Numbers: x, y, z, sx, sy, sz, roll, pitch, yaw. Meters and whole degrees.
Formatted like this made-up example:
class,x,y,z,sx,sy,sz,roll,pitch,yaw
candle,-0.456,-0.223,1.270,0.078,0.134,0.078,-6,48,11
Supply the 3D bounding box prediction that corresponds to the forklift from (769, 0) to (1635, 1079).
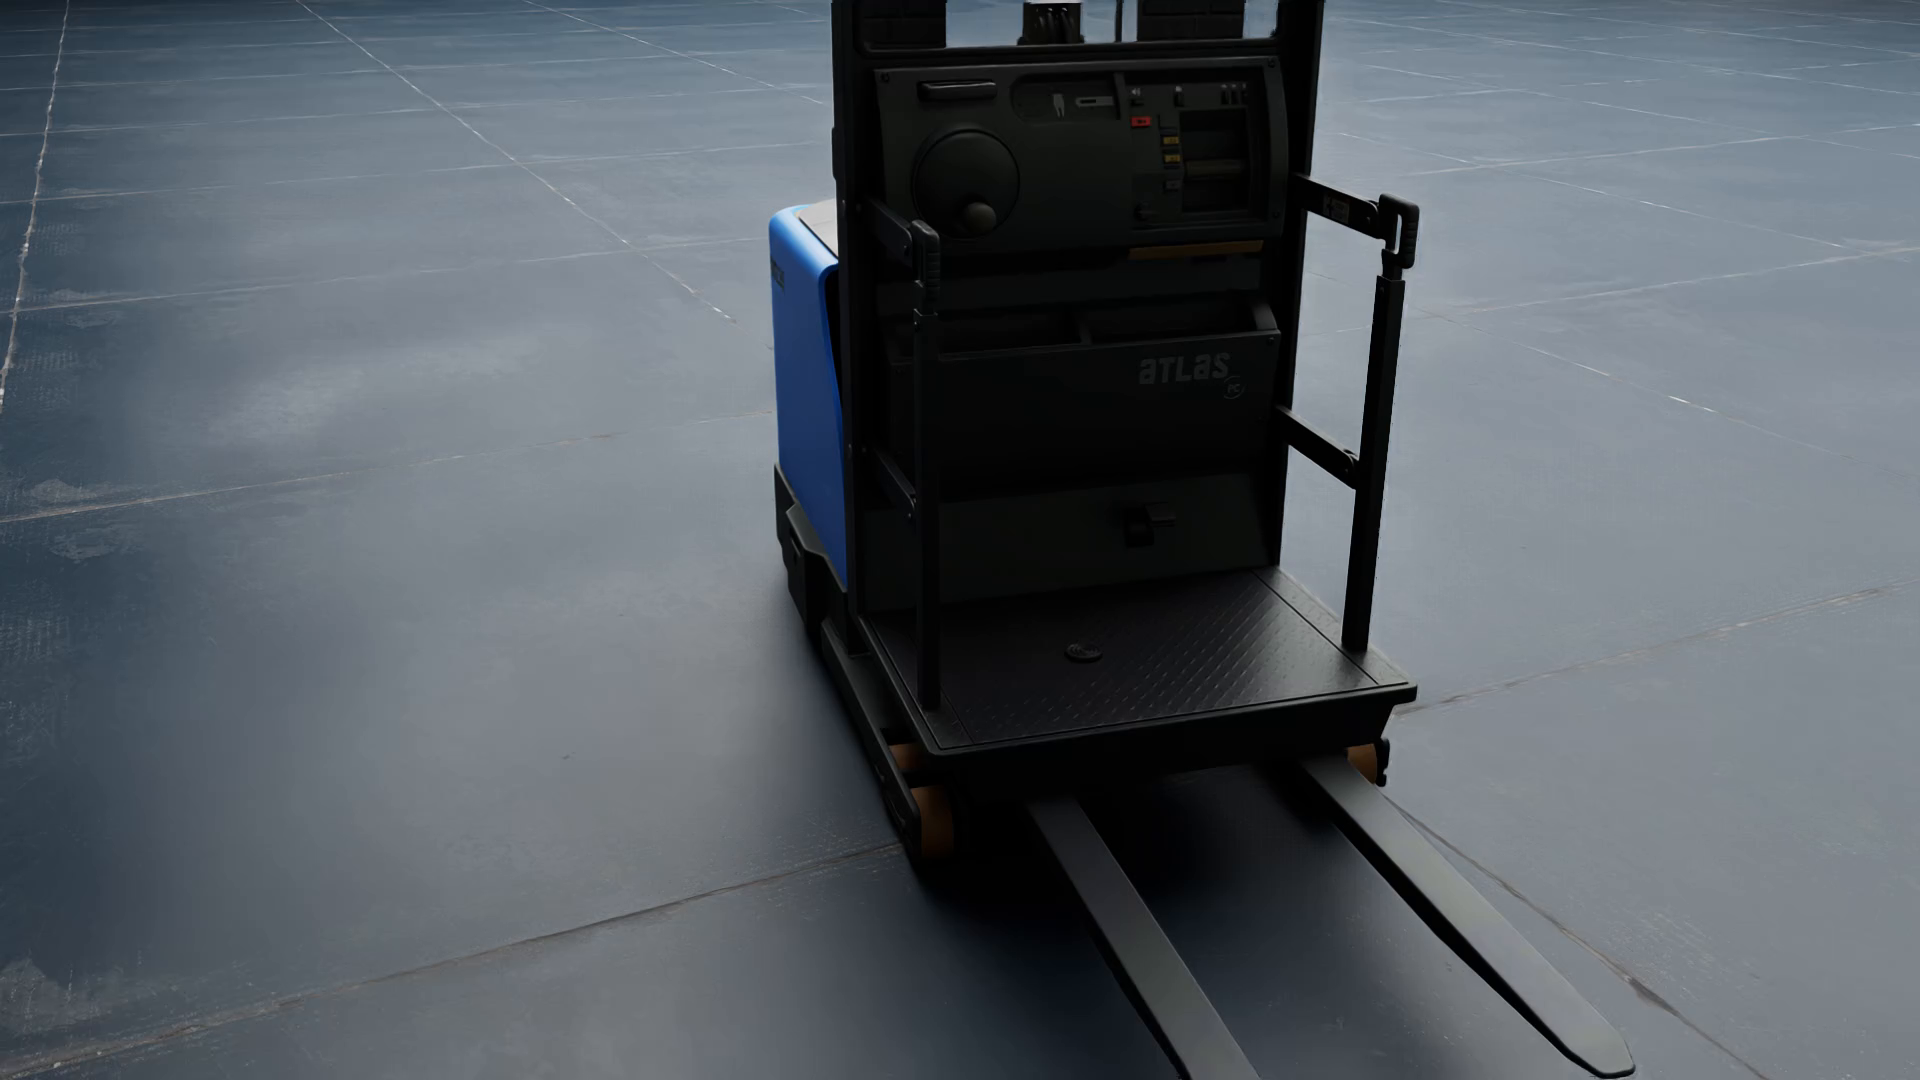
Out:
class,x,y,z,sx,sy,sz,roll,pitch,yaw
forklift,0.336,-0.829,3.420,1.130,2.935,3.031,-6,23,-15
